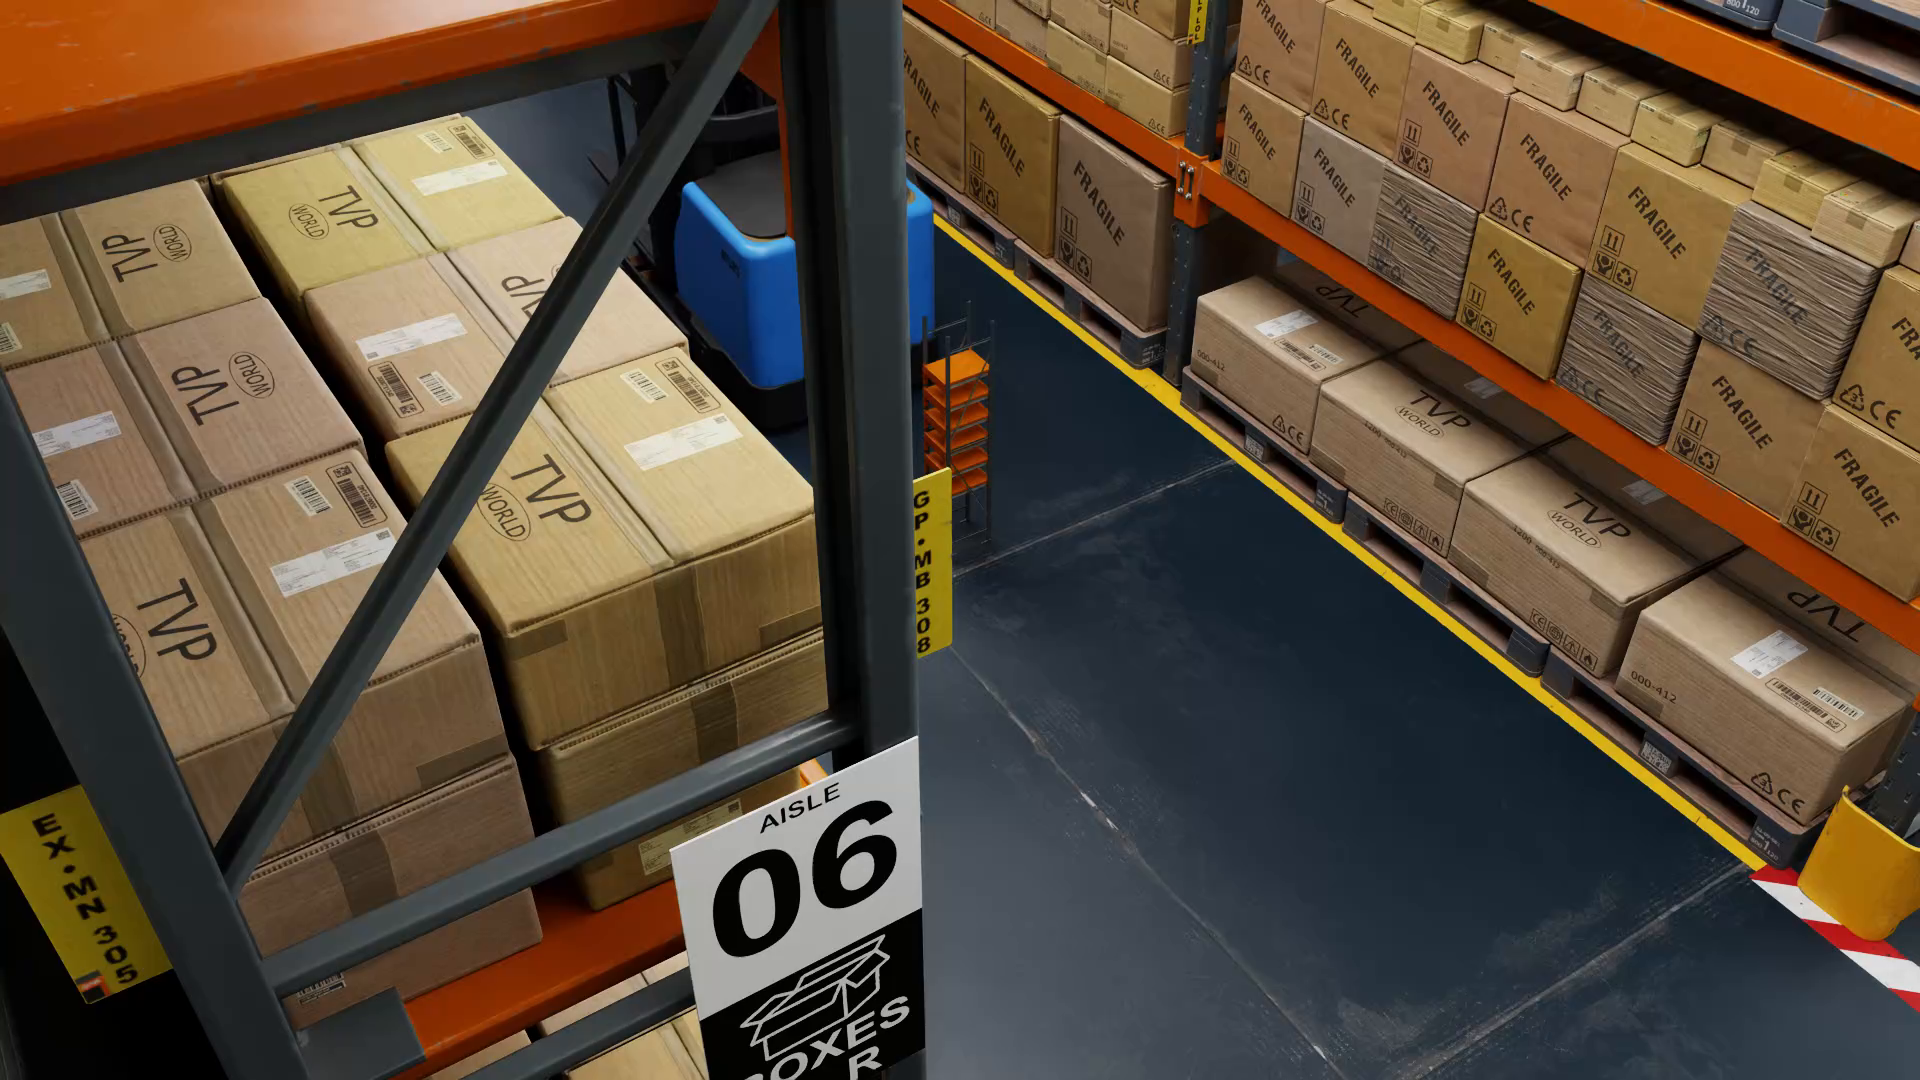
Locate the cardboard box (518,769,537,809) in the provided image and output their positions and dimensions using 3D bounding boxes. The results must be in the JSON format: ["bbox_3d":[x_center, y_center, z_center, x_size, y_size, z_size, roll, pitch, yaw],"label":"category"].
[{"bbox_3d":[-0.650,0.279,2.926,0.380,0.149,0.250,-21,44,-24],"label":"cardboard box"}]

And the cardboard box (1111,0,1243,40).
[{"bbox_3d":[1.068,-2.728,7.821,0.500,0.500,0.500,-21,44,-23],"label":"cardboard box"}]

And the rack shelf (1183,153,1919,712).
[{"bbox_3d":[2.596,-0.795,6.922,1.077,0.370,4.000,-22,45,-24],"label":"rack shelf"}]

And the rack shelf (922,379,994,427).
[{"bbox_3d":[-0.008,-0.619,7.250,0.258,0.103,0.180,-22,45,-24],"label":"rack shelf"}]

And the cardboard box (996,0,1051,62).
[{"bbox_3d":[0.538,-2.802,8.887,0.500,0.250,0.500,-23,45,-25],"label":"cardboard box"}]

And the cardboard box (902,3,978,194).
[{"bbox_3d":[0.147,-2.770,10.063,0.875,0.875,0.875,-22,44,-24],"label":"cardboard box"}]

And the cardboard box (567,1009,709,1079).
[{"bbox_3d":[-0.529,1.325,3.702,0.500,0.250,0.500,-22,45,-24],"label":"cardboard box"}]

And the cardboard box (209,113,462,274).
[{"bbox_3d":[-1.361,-0.827,3.550,0.500,0.250,0.500,-21,44,-23],"label":"cardboard box"}]

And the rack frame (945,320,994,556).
[{"bbox_3d":[0.041,-0.419,7.316,0.240,1.200,0.006,-22,45,-24],"label":"rack frame"}]

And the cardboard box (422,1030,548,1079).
[{"bbox_3d":[-1.259,1.227,3.819,0.500,0.250,0.500,-22,45,-24],"label":"cardboard box"}]

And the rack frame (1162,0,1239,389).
[{"bbox_3d":[1.520,-2.151,7.988,1.000,3.000,0.127,-22,45,-24],"label":"rack frame"}]

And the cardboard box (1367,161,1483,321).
[{"bbox_3d":[2.081,-1.302,6.891,0.500,0.500,0.500,-22,45,-24],"label":"cardboard box"}]

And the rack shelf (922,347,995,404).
[{"bbox_3d":[-0.008,-0.711,7.173,0.258,0.103,0.180,-22,45,-24],"label":"rack shelf"}]

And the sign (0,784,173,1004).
[{"bbox_3d":[-0.991,0.407,1.884,0.100,0.325,0.005,-22,45,-24],"label":"sign"}]

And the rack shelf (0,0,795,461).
[{"bbox_3d":[-1.587,-1.388,2.950,1.077,0.370,4.000,-22,45,-24],"label":"rack shelf"}]

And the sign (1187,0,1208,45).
[{"bbox_3d":[1.068,-2.373,7.412,0.100,0.325,0.005,-22,45,-24],"label":"sign"}]

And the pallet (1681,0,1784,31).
[{"bbox_3d":[2.603,-2.166,5.732,1.003,0.211,1.213,-22,45,-24],"label":"pallet"}]

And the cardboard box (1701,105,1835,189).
[{"bbox_3d":[2.761,-1.343,5.652,0.380,0.149,0.250,-23,45,-25],"label":"cardboard box"}]

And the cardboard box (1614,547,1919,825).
[{"bbox_3d":[3.232,0.510,6.469,0.875,0.438,0.875,-24,45,-26],"label":"cardboard box"}]

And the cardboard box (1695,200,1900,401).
[{"bbox_3d":[2.905,-0.864,5.585,0.500,0.500,0.500,-22,45,-24],"label":"cardboard box"}]

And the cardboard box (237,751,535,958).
[{"bbox_3d":[-0.981,0.364,2.512,0.500,0.250,0.500,-23,45,-25],"label":"cardboard box"}]

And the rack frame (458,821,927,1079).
[{"bbox_3d":[-0.512,1.719,3.344,1.000,3.000,0.127,-22,45,-24],"label":"rack frame"}]

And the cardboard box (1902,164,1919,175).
[{"bbox_3d":[3.313,-1.383,5.700,0.380,0.149,0.250,-24,45,-26],"label":"cardboard box"}]

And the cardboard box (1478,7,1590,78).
[{"bbox_3d":[2.200,-1.890,6.310,0.380,0.149,0.250,-22,45,-25],"label":"cardboard box"}]

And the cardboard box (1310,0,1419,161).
[{"bbox_3d":[1.838,-1.958,6.897,0.500,0.500,0.500,-23,45,-25],"label":"cardboard box"}]

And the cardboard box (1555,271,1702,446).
[{"bbox_3d":[2.646,-0.750,6.228,0.500,0.500,0.500,-21,44,-23],"label":"cardboard box"}]

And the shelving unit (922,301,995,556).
[{"bbox_3d":[-0.008,-0.469,7.375,0.258,1.200,0.189,-22,45,-24],"label":"shelving unit"}]

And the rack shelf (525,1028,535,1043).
[{"bbox_3d":[-1.587,0.916,4.870,1.077,0.370,4.000,-22,45,-24],"label":"rack shelf"}]

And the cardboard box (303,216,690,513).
[{"bbox_3d":[-0.797,-0.289,2.905,0.500,0.250,0.500,-23,45,-25],"label":"cardboard box"}]

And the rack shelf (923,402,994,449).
[{"bbox_3d":[-0.008,-0.527,7.327,0.258,0.103,0.180,-22,45,-24],"label":"rack shelf"}]

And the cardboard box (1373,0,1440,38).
[{"bbox_3d":[1.877,-2.151,6.622,0.380,0.149,0.250,-23,45,-25],"label":"cardboard box"}]

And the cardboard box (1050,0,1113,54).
[{"bbox_3d":[0.803,-2.706,8.381,0.500,0.250,0.500,-21,44,-23],"label":"cardboard box"}]

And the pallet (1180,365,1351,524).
[{"bbox_3d":[1.863,-0.642,8.355,1.003,0.211,1.213,-22,45,-24],"label":"pallet"}]

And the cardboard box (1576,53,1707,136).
[{"bbox_3d":[2.451,-1.606,5.968,0.380,0.149,0.250,-21,44,-23],"label":"cardboard box"}]

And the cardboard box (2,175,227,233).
[{"bbox_3d":[-1.798,-0.661,3.351,0.500,0.250,0.500,-22,45,-24],"label":"cardboard box"}]

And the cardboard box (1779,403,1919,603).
[{"bbox_3d":[3.188,-0.199,5.568,0.500,0.500,0.500,-22,45,-24],"label":"cardboard box"}]

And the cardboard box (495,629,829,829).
[{"bbox_3d":[-0.520,0.176,2.737,0.500,0.250,0.500,-23,45,-25],"label":"cardboard box"}]

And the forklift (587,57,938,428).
[{"bbox_3d":[-1.272,-2.612,8.595,1.130,2.935,3.031,-20,44,-22],"label":"forklift"}]

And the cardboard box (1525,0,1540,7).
[{"bbox_3d":[2.446,-2.195,6.675,0.380,0.149,0.250,-23,45,-25],"label":"cardboard box"}]

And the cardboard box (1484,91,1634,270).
[{"bbox_3d":[2.373,-1.404,6.233,0.500,0.500,0.500,-23,45,-25],"label":"cardboard box"}]

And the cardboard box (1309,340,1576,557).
[{"bbox_3d":[2.249,-0.469,7.643,0.875,0.438,0.875,-24,45,-26],"label":"cardboard box"}]

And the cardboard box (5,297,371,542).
[{"bbox_3d":[-1.266,-0.107,2.686,0.500,0.250,0.500,-24,45,-26],"label":"cardboard box"}]

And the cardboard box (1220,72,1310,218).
[{"bbox_3d":[1.552,-1.846,7.543,0.500,0.500,0.500,-21,44,-23],"label":"cardboard box"}]

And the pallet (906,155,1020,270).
[{"bbox_3d":[0.382,-2.129,10.140,1.003,0.211,1.213,-22,45,-24],"label":"pallet"}]

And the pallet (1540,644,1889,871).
[{"bbox_3d":[3.175,0.675,6.775,1.003,0.211,1.213,-22,45,-24],"label":"pallet"}]

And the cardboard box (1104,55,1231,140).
[{"bbox_3d":[1.066,-2.248,8.222,0.500,0.250,0.500,-23,45,-25],"label":"cardboard box"}]

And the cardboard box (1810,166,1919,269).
[{"bbox_3d":[2.943,-1.027,5.274,0.380,0.149,0.250,-23,45,-25],"label":"cardboard box"}]

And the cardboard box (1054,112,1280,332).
[{"bbox_3d":[1.119,-1.803,8.902,0.875,0.875,0.875,-21,44,-23],"label":"cardboard box"}]
